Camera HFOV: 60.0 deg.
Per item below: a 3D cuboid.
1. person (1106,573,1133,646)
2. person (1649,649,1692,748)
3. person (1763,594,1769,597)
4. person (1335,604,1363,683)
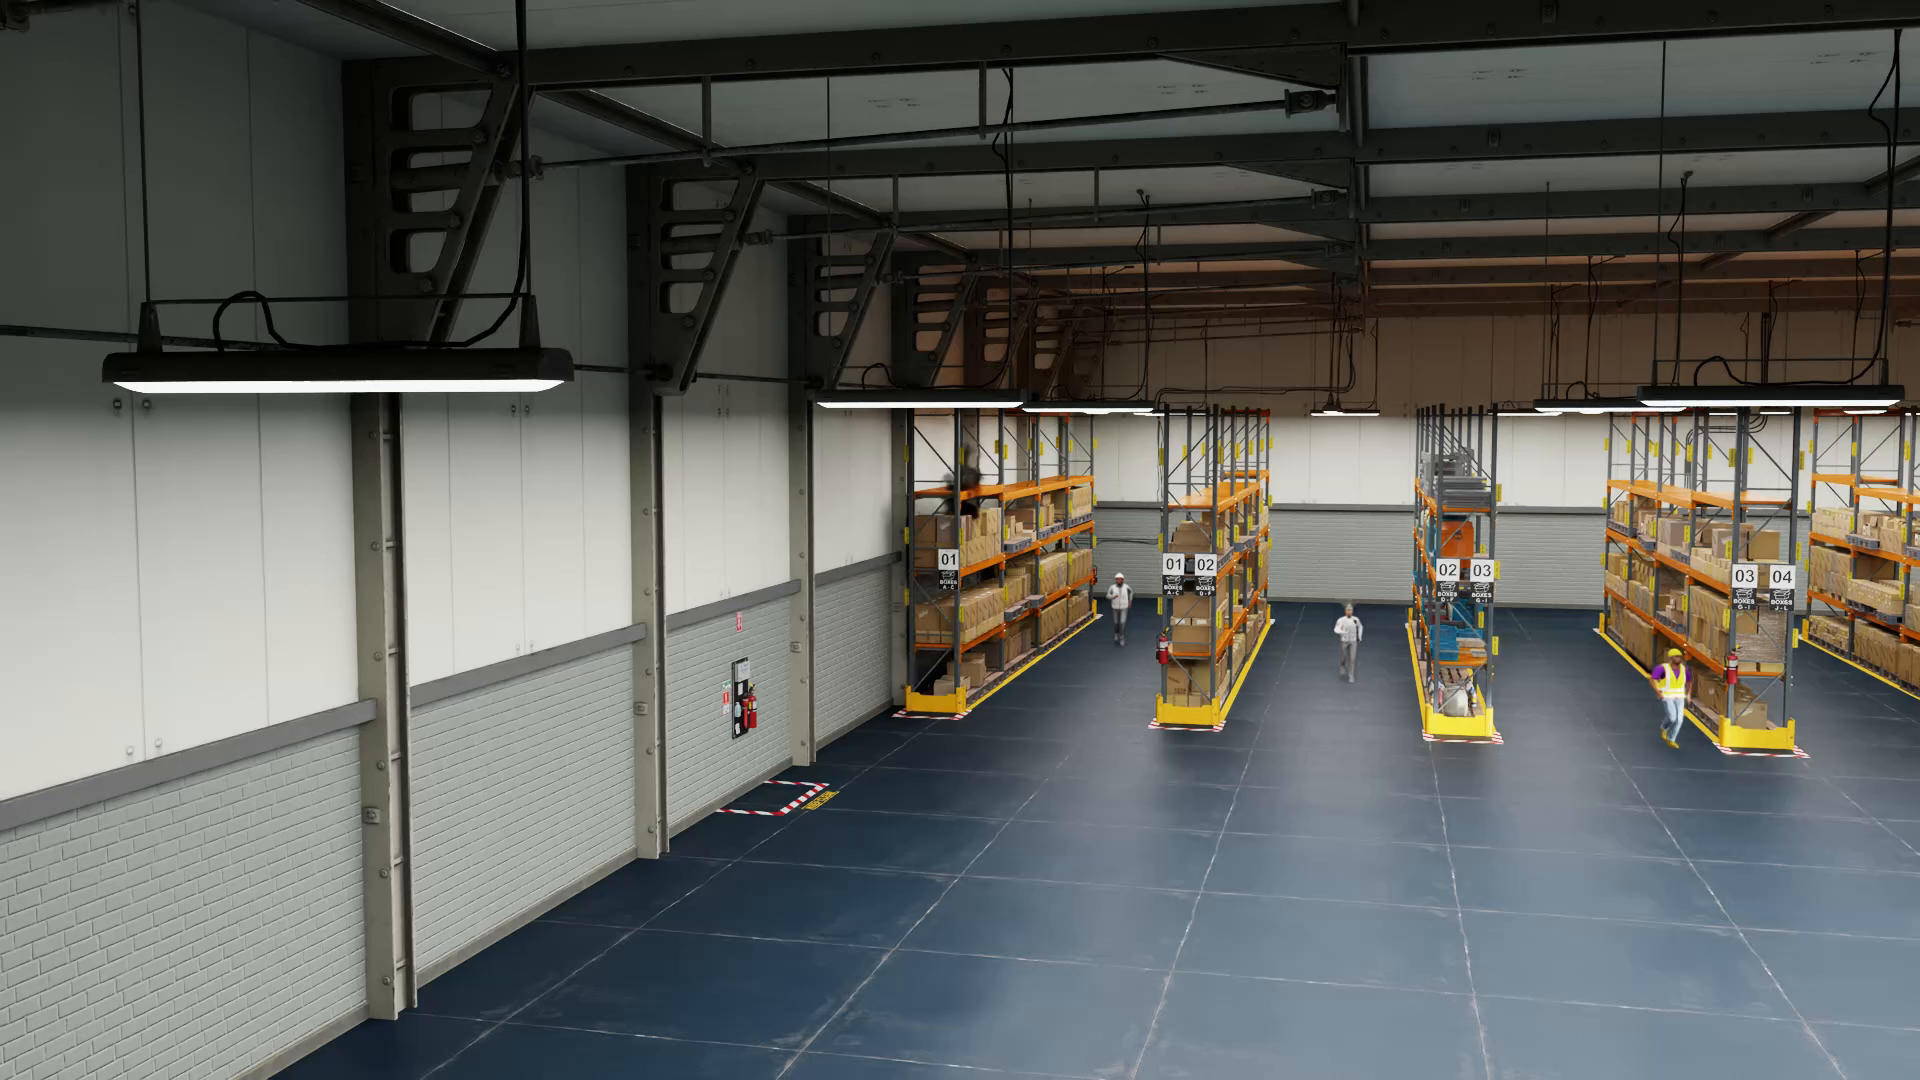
[{"bbox_3d":[4.050,1.749,42.278,0.657,1.828,0.829,1,4,8],"label":"person"},{"bbox_3d":[12.436,2.757,28.988,0.731,1.728,0.529,0,4,0],"label":"person"},{"bbox_3d":[20.320,1.827,41.624,0.673,1.741,0.631,1,4,20],"label":"person"},{"bbox_3d":[8.498,2.223,36.333,0.622,1.672,0.905,1,4,8],"label":"person"}]
